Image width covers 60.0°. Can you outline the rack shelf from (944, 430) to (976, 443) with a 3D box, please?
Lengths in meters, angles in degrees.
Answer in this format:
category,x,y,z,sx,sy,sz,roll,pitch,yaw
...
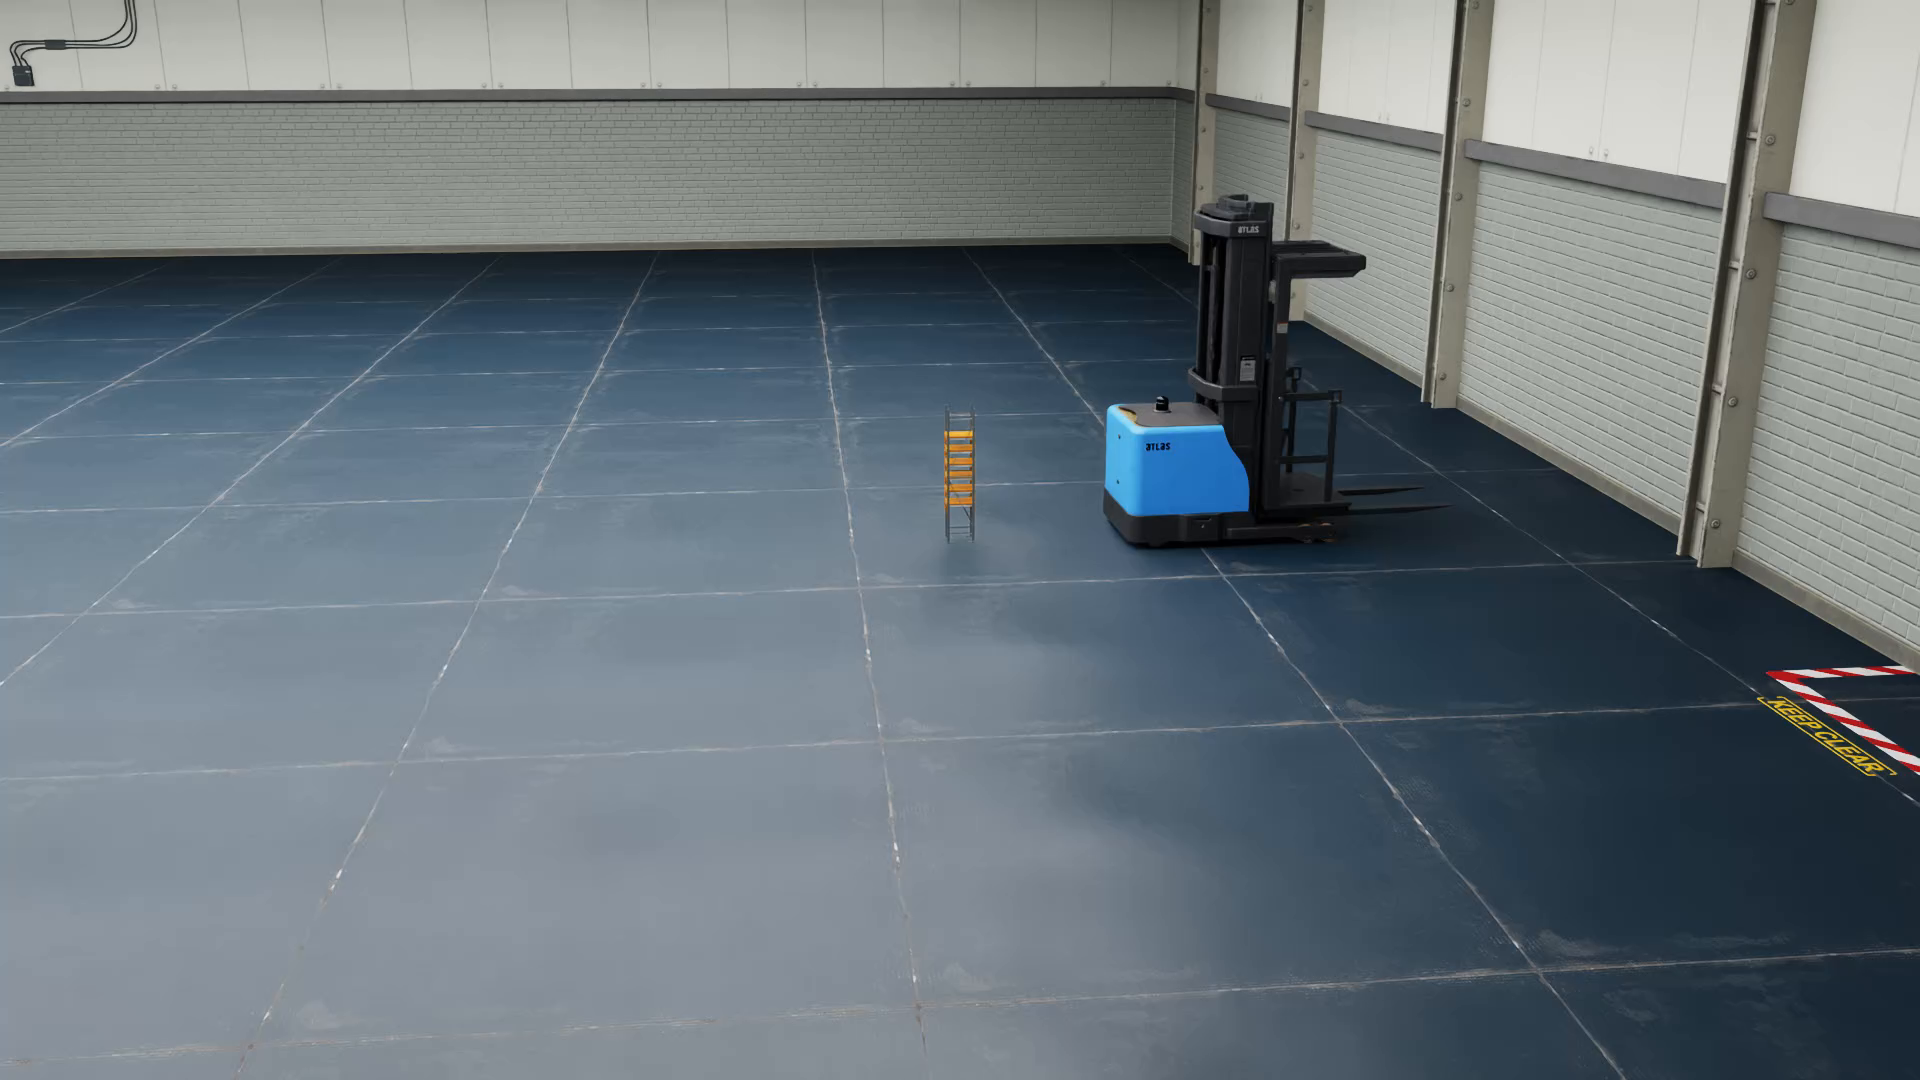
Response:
category,x,y,z,sx,sy,sz,roll,pitch,yaw
rack shelf,-0.002,-0.878,14.417,0.258,0.103,0.180,-2,18,-6

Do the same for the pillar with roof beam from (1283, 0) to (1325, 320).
category,x,y,z,sx,sy,sz,roll,pitch,yaw
pillar with roof beam,0.816,-7.567,23.755,9.100,9.000,0.400,-2,18,-6

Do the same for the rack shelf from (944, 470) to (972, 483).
category,x,y,z,sx,sy,sz,roll,pitch,yaw
rack shelf,-0.002,-0.534,14.524,0.258,0.103,0.180,-2,18,-6

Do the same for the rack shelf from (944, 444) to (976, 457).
category,x,y,z,sx,sy,sz,roll,pitch,yaw
rack shelf,-0.002,-0.763,14.453,0.258,0.103,0.180,-2,18,-6

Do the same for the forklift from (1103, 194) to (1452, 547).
category,x,y,z,sx,sy,sz,roll,pitch,yaw
forklift,2.875,-1.525,14.642,3.031,2.935,1.130,-3,18,-9

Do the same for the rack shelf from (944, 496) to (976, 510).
category,x,y,z,sx,sy,sz,roll,pitch,yaw
rack shelf,-0.001,-0.305,14.596,0.258,0.103,0.180,-2,18,-6

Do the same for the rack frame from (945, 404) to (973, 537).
category,x,y,z,sx,sy,sz,roll,pitch,yaw
rack frame,-0.011,-0.604,14.598,0.240,1.200,0.006,-2,18,-6

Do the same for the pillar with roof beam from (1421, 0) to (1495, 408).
category,x,y,z,sx,sy,sz,roll,pitch,yaw
pillar with roof beam,1.435,-5.779,18.061,9.100,9.000,0.400,-2,18,-6

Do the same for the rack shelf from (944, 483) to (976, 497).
category,x,y,z,sx,sy,sz,roll,pitch,yaw
rack shelf,-0.002,-0.420,14.560,0.258,0.103,0.180,-2,18,-6

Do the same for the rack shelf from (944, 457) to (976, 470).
category,x,y,z,sx,sy,sz,roll,pitch,yaw
rack shelf,-0.002,-0.649,14.488,0.258,0.103,0.180,-2,18,-6

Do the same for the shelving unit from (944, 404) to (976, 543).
category,x,y,z,sx,sy,sz,roll,pitch,yaw
shelving unit,-0.002,-0.577,14.511,0.258,1.200,0.189,-2,18,-6

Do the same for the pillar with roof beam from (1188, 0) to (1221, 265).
category,x,y,z,sx,sy,sz,roll,pitch,yaw
pillar with roof beam,0.197,-9.354,29.449,9.100,9.000,0.400,-2,18,-6

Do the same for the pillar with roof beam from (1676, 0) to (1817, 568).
category,x,y,z,sx,sy,sz,roll,pitch,yaw
pillar with roof beam,2.053,-3.991,12.367,9.100,9.000,0.400,-2,18,-6

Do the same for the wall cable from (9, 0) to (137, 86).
category,x,y,z,sx,sy,sz,roll,pitch,yaw
wall cable,-16.397,-11.344,30.109,2.305,6.003,0.169,-2,18,-6

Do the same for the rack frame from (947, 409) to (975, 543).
category,x,y,z,sx,sy,sz,roll,pitch,yaw
rack frame,0.008,-0.550,14.424,0.240,1.200,0.006,-2,18,-6
